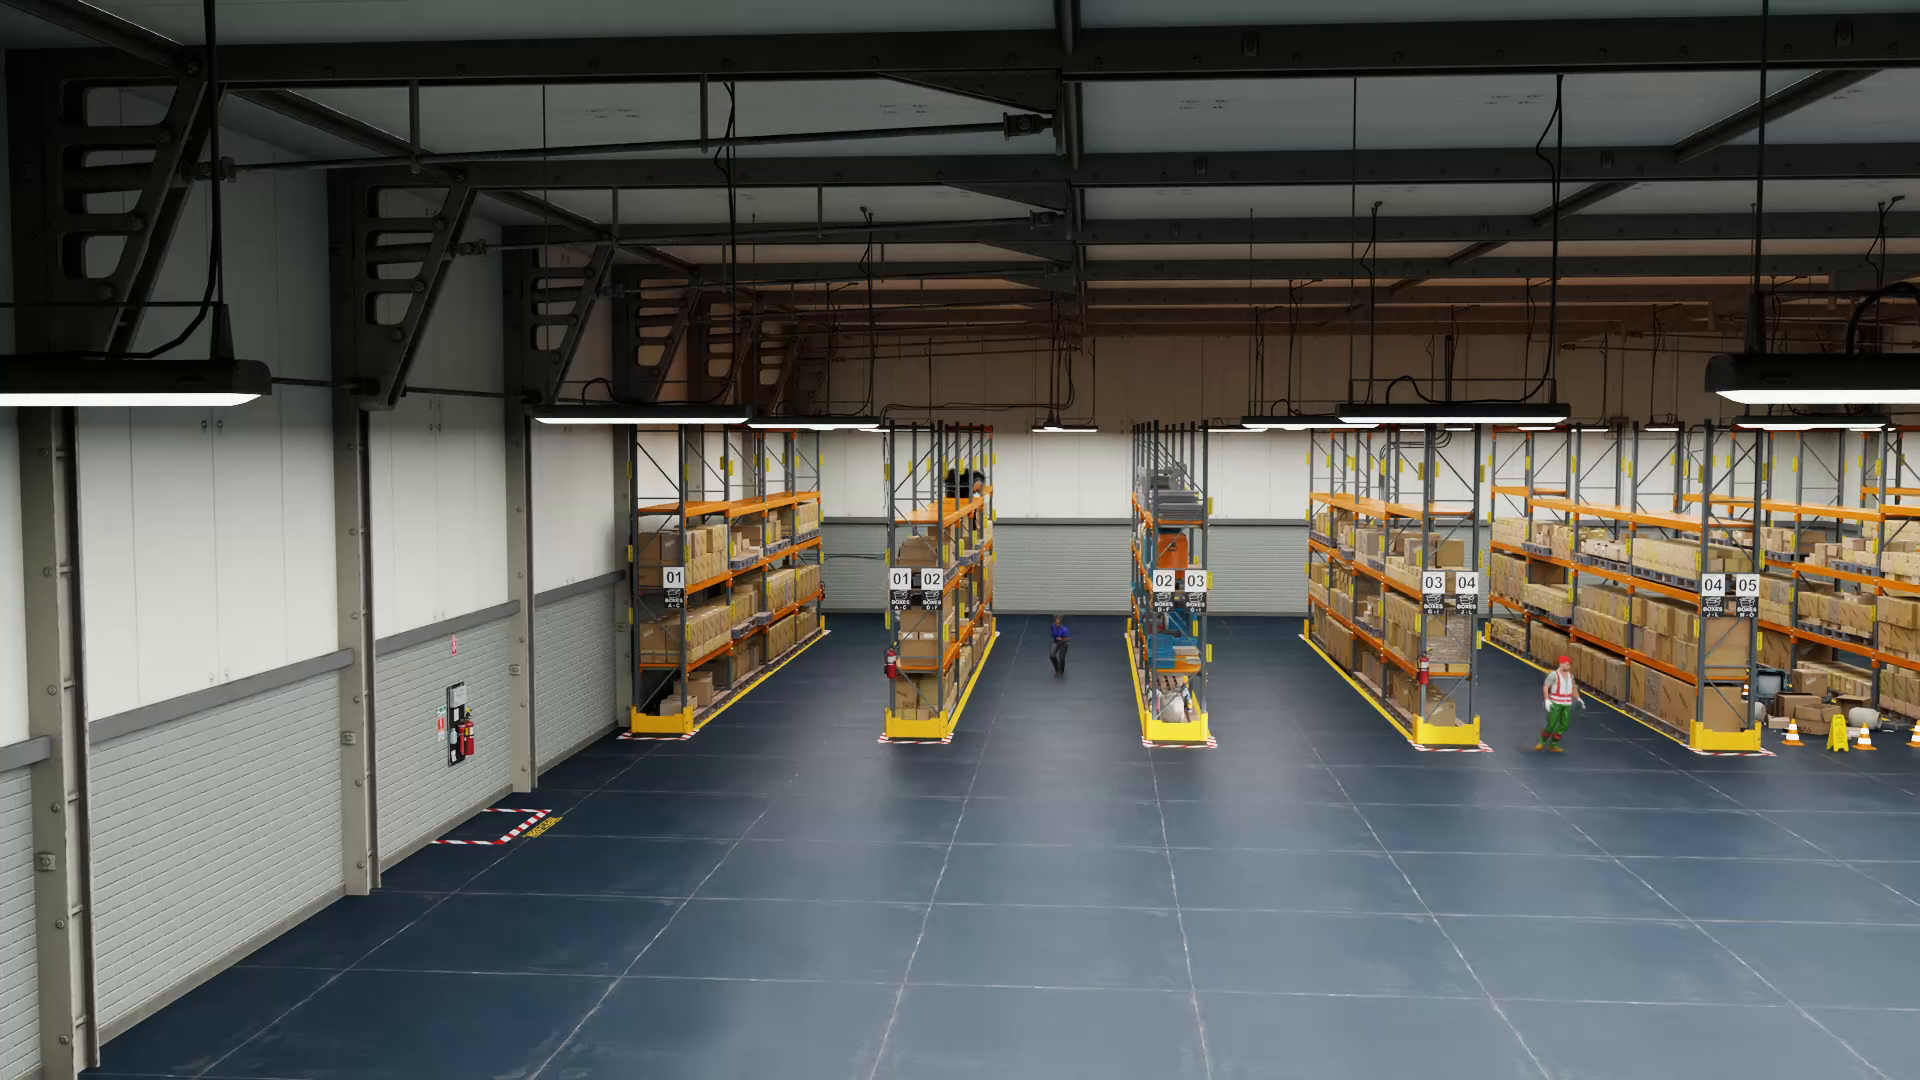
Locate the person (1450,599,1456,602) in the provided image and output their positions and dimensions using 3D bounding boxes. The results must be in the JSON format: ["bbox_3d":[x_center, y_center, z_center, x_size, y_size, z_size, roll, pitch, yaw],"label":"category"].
[{"bbox_3d":[13.420,2.036,45.246,0.567,1.702,0.669,0,4,2],"label":"person"}]

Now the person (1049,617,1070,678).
[{"bbox_3d":[2.361,2.502,39.204,0.586,1.460,1.077,1,4,18],"label":"person"}]

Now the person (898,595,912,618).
[{"bbox_3d":[-1.503,1.622,50.596,0.881,1.842,0.656,3,4,37],"label":"person"}]

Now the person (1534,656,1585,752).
[{"bbox_3d":[10.759,2.951,29.875,0.767,1.753,0.581,-1,4,-20],"label":"person"}]
